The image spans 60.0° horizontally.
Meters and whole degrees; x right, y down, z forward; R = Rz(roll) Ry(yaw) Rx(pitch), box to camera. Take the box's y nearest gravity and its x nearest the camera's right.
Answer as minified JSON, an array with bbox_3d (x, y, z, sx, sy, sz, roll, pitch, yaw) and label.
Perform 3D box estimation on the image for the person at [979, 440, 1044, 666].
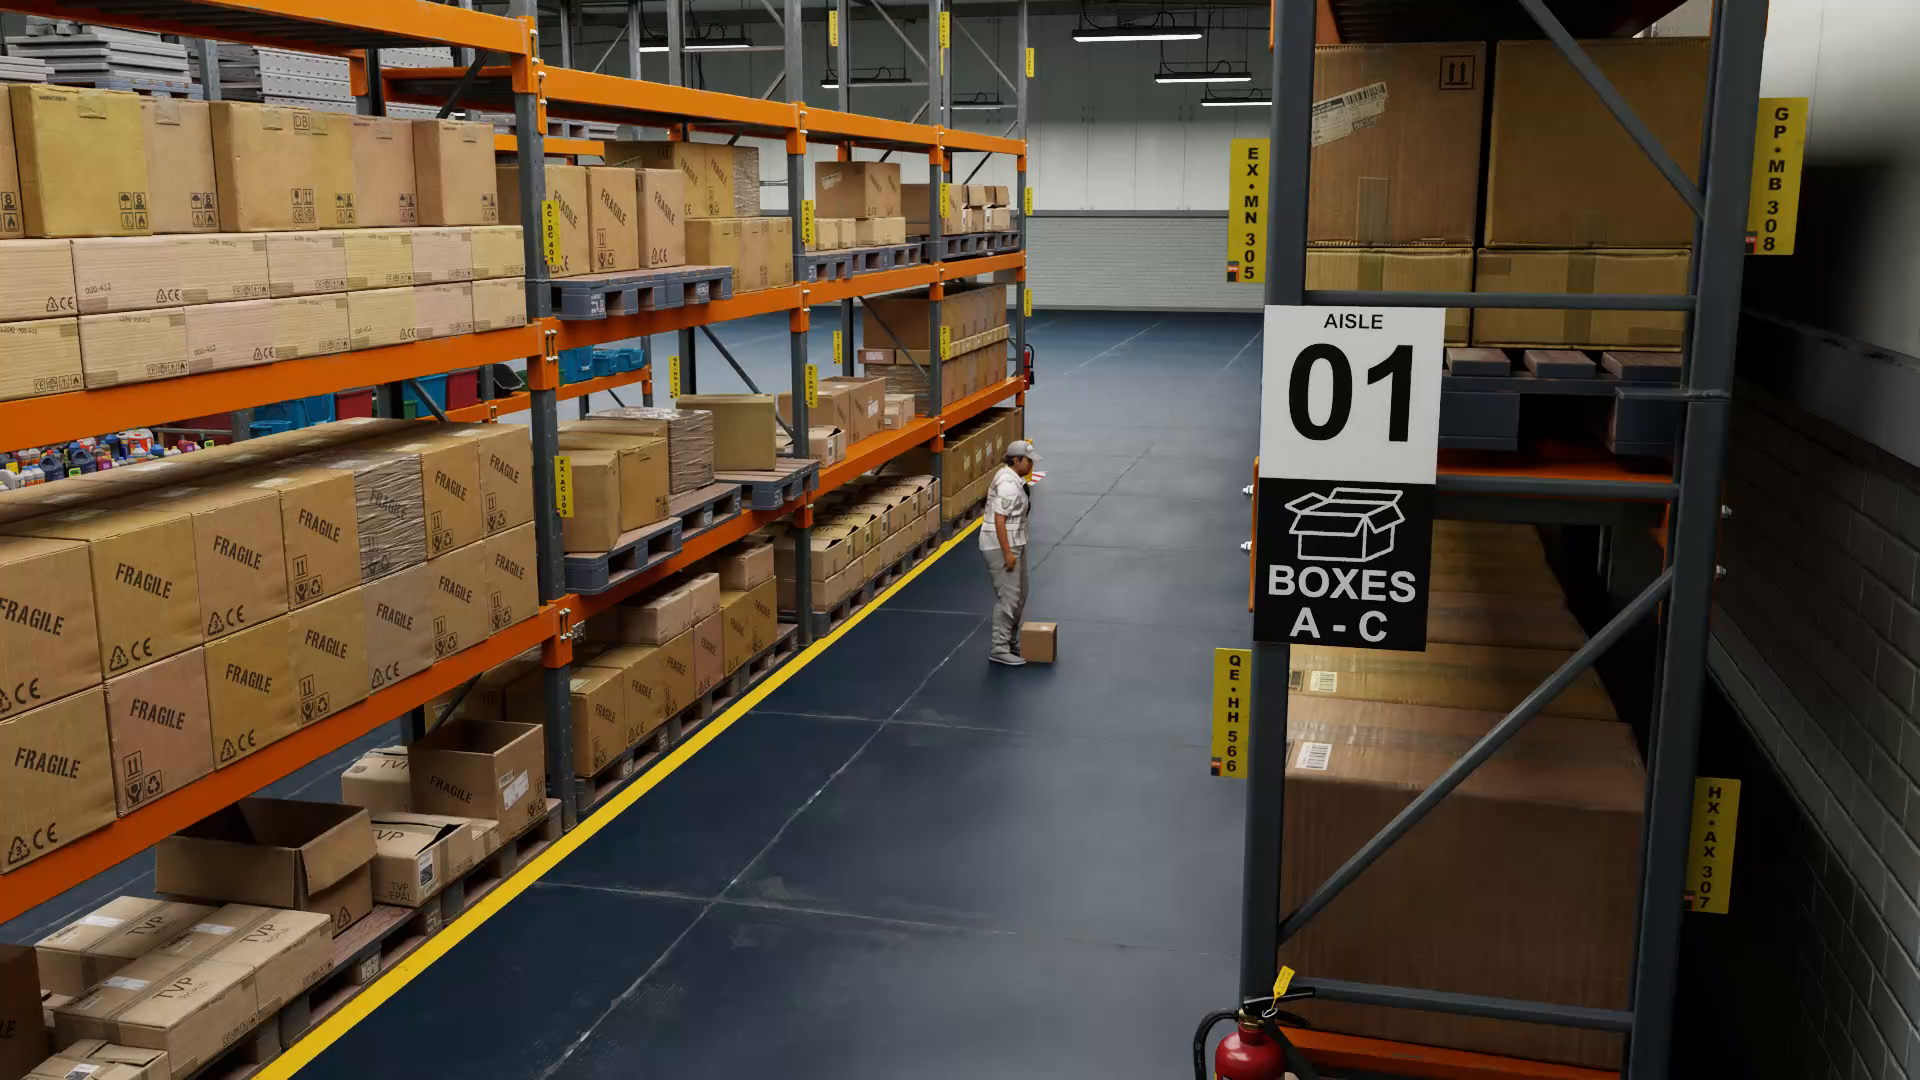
[{"bbox_3d":[0.387,0.075,12.567,0.471,1.665,0.561,2,12,10],"label":"person"}]
